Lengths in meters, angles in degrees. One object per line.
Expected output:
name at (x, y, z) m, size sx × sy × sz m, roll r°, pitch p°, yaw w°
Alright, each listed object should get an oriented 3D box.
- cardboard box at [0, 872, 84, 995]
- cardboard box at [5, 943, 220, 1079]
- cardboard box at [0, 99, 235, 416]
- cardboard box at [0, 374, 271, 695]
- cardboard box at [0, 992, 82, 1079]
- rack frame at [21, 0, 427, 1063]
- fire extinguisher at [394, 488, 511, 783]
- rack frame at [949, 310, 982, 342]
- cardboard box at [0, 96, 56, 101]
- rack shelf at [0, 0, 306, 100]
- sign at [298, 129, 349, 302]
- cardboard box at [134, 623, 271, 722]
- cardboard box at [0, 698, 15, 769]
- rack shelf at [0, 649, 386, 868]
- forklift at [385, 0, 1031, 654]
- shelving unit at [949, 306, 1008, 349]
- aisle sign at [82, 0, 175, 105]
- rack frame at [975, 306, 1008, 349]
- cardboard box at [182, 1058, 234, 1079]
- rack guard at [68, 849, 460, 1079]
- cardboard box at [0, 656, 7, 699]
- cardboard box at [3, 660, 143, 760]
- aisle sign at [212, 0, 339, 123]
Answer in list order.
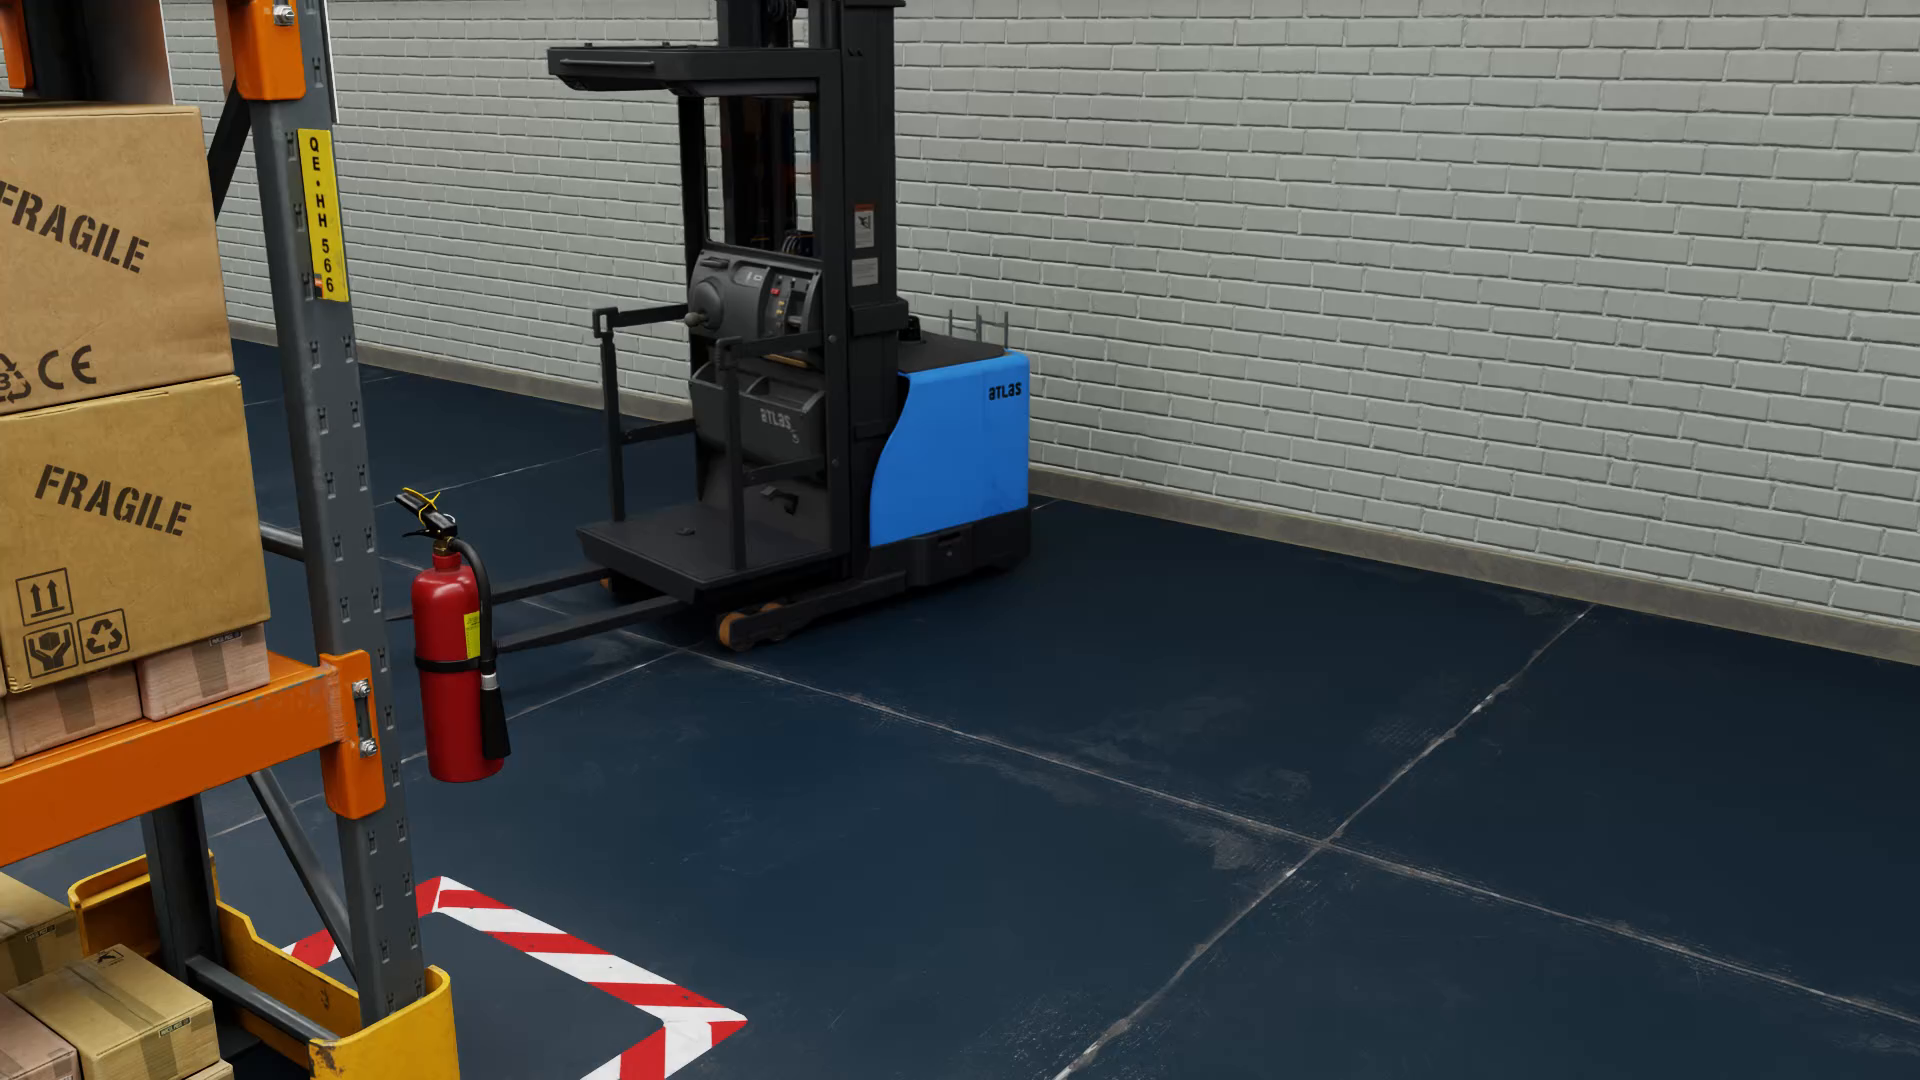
cardboard box at (-2.252, 0.915, 3.835) m, size 0.380 × 0.149 × 0.250 m, roll 11°, pitch 21°, yaw 32°
cardboard box at (-1.779, 1.021, 3.493) m, size 0.380 × 0.149 × 0.250 m, roll 13°, pitch 21°, yaw 35°
cardboard box at (-1.740, -0.541, 3.071) m, size 0.500 × 0.500 × 0.500 m, roll 12°, pitch 21°, yaw 34°
cardboard box at (-1.728, -0.064, 3.221) m, size 0.500 × 0.500 × 0.500 m, roll 13°, pitch 21°, yaw 36°
cardboard box at (-1.975, 1.071, 3.333) m, size 0.380 × 0.149 × 0.250 m, roll 13°, pitch 21°, yaw 36°
rack frame at (-1.667, -0.026, 3.771) m, size 1.000 × 3.000 × 0.127 m, roll 12°, pitch 21°, yaw 35°
fire extinguisher at (-1.146, 0.210, 3.768) m, size 0.296 × 0.674 × 0.183 m, roll 12°, pitch 21°, yaw 35°
rack frame at (0.026, -0.575, 8.572) m, size 0.006 × 1.200 × 0.240 m, roll -15°, pitch 23°, yaw -40°
cardboard box at (-2.148, -0.634, 3.371) m, size 0.500 × 0.500 × 0.500 m, roll 12°, pitch 21°, yaw 34°
rack shelf at (-2.859, -0.639, 1.899) m, size 1.077 × 0.370 × 4.000 m, roll 12°, pitch 21°, yaw 35°
sign at (-1.233, -0.627, 3.221) m, size 0.100 × 0.325 × 0.005 m, roll 12°, pitch 21°, yaw 35°
cardboard box at (-1.634, 0.221, 3.397) m, size 0.380 × 0.149 × 0.250 m, roll 12°, pitch 21°, yaw 35°
cardboard box at (-1.950, 0.336, 3.027) m, size 0.380 × 0.149 × 0.250 m, roll 12°, pitch 21°, yaw 34°
rack shelf at (-2.859, 0.793, 2.344) m, size 1.077 × 0.370 × 4.000 m, roll 12°, pitch 21°, yaw 35°
forklift at (-1.081, -1.092, 7.318) m, size 3.031 × 2.935 × 1.130 m, roll -15°, pitch 23°, yaw -40°
shelving unit at (0.094, -0.593, 8.630) m, size 0.189 × 1.200 × 0.258 m, roll -15°, pitch 23°, yaw -40°
aisle sign at (-1.865, -1.338, 3.612) m, size 0.394 × 0.787 × 0.004 m, roll 12°, pitch 21°, yaw 35°
rack frame at (0.162, -0.611, 8.689) m, size 0.006 × 1.200 × 0.240 m, roll -15°, pitch 23°, yaw -40°
cardboard box at (-1.752, 1.169, 3.520) m, size 0.380 × 0.149 × 0.250 m, roll 12°, pitch 21°, yaw 33°
rack guard at (-1.712, 1.185, 4.083) m, size 1.175 × 0.500 × 0.348 m, roll 12°, pitch 21°, yaw 35°
cardboard box at (-2.039, 0.058, 2.829) m, size 0.500 × 0.500 × 0.500 m, roll 12°, pitch 21°, yaw 34°
cardboard box at (-1.813, 0.274, 3.228) m, size 0.380 × 0.149 × 0.250 m, roll 12°, pitch 21°, yaw 35°
aisle sign at (-1.383, -1.232, 3.271) m, size 0.394 × 0.787 × 0.004 m, roll 12°, pitch 21°, yaw 35°
